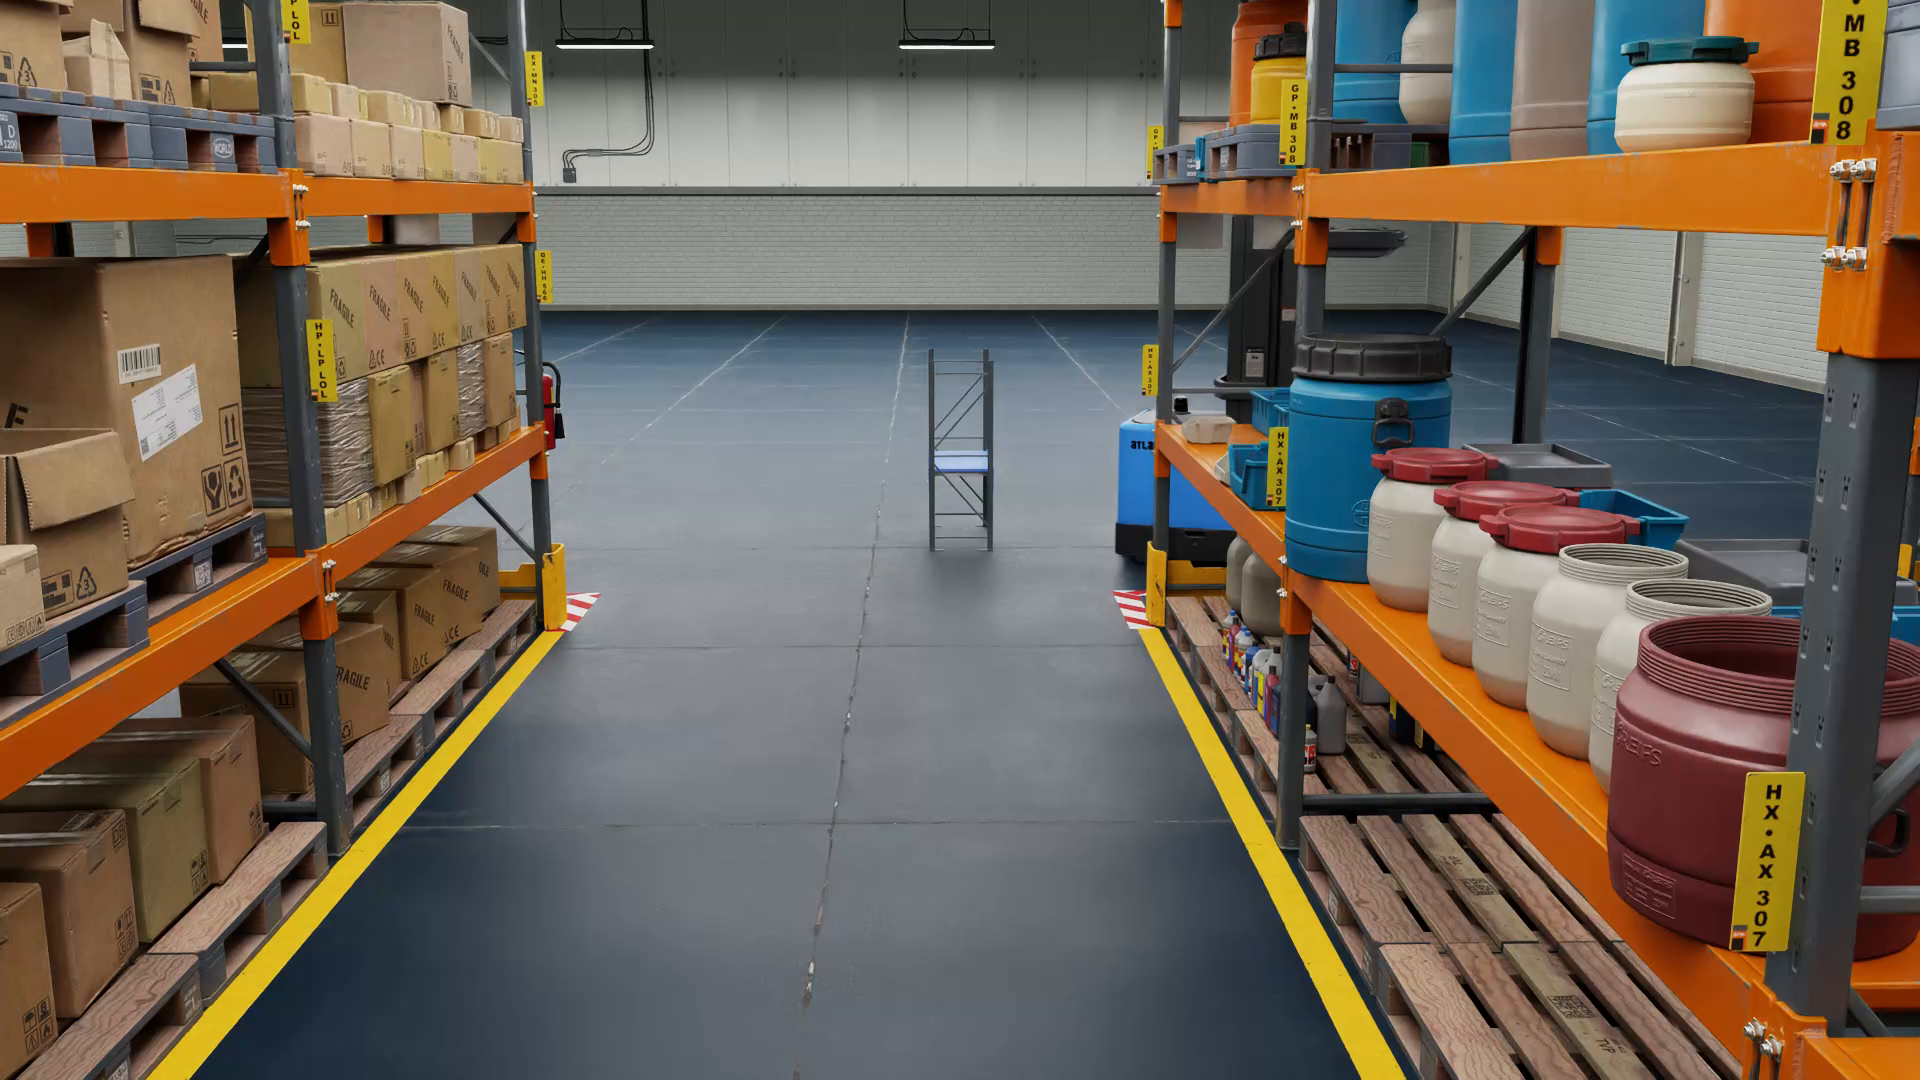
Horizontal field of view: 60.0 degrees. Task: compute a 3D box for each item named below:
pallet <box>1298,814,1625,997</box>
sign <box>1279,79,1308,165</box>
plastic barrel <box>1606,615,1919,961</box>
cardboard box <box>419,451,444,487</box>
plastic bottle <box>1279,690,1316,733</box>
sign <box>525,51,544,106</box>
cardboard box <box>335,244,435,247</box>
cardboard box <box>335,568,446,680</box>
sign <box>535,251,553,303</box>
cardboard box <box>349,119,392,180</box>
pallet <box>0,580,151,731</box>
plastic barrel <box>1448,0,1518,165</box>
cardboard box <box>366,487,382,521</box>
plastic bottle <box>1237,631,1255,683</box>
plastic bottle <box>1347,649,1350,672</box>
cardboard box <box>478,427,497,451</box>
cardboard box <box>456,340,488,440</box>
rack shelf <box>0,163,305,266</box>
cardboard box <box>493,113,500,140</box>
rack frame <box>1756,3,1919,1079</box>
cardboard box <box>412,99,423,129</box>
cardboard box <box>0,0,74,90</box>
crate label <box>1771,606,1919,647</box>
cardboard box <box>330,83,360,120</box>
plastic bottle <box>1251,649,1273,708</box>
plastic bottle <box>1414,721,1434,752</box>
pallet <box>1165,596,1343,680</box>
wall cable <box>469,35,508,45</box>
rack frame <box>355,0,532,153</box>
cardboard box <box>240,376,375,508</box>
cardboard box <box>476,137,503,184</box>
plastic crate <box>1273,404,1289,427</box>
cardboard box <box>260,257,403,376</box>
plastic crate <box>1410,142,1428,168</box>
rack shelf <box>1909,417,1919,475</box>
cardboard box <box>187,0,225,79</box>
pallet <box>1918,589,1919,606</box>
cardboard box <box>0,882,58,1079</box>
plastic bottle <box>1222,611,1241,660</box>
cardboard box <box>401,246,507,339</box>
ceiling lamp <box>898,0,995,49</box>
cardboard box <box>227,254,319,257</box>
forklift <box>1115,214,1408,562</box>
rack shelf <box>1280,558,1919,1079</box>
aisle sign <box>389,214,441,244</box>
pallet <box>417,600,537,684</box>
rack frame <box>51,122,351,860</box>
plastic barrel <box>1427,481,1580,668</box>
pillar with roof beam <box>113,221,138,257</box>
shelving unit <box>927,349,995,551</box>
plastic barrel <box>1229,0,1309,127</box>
[{"bbox_3d":[1.913,1.360,6.327,1.003,0.211,1.213,0,11,-1],"label":"pallet"},{"bbox_3d":[1.307,-1.637,6.519,0.100,0.325,0.005,0,11,-1],"label":"sign"},{"bbox_3d":[1.628,0.475,3.334,0.600,0.536,0.708,0,11,-1],"label":"plastic barrel"},{"bbox_3d":[-2.842,-0.362,8.429,0.380,0.149,0.250,0,11,-1],"label":"cardboard box"},{"bbox_3d":[1.556,0.793,7.663,0.144,0.351,0.185,-1,11,-3],"label":"plastic bottle"},{"bbox_3d":[-2.622,-2.840,10.242,0.100,0.325,0.005,0,11,-1],"label":"sign"},{"bbox_3d":[-3.438,-1.512,9.954,0.500,0.500,0.500,0,11,-1],"label":"cardboard box"},{"bbox_3d":[-3.140,0.449,9.033,0.500,0.500,0.500,1,11,4],"label":"cardboard box"},{"bbox_3d":[-2.622,-1.658,10.482,0.100,0.325,0.005,0,11,-1],"label":"sign"},{"bbox_3d":[-2.863,-1.735,7.399,0.500,0.250,0.500,0,11,-2],"label":"cardboard box"},{"bbox_3d":[-3.093,0.353,4.756,1.003,0.211,1.213,0,11,-1],"label":"pallet"},{"bbox_3d":[2.085,-1.778,5.976,0.600,0.901,0.708,0,11,-1],"label":"plastic barrel"},{"bbox_3d":[-2.823,-0.163,7.449,0.380,0.149,0.250,0,11,-1],"label":"cardboard box"},{"bbox_3d":[1.510,0.613,8.748,0.097,0.271,0.097,0,11,0],"label":"plastic bottle"},{"bbox_3d":[2.123,0.572,8.923,0.061,0.283,0.133,0,11,-1],"label":"plastic bottle"},{"bbox_3d":[-2.914,-0.610,9.653,0.380,0.149,0.250,0,11,-1],"label":"cardboard box"},{"bbox_3d":[-3.096,-0.825,9.080,0.875,0.500,0.500,0,11,-1],"label":"cardboard box"},{"bbox_3d":[-3.053,-0.863,4.531,1.077,0.370,4.000,0,11,-1],"label":"rack shelf"},{"bbox_3d":[-2.856,-2.370,9.525,0.380,0.149,0.250,-1,11,-4],"label":"cardboard box"},{"bbox_3d":[1.940,0.632,2.899,1.000,3.000,0.127,0,11,-1],"label":"rack frame"},{"bbox_3d":[-2.897,-2.111,8.248,0.380,0.149,0.250,0,11,0],"label":"cardboard box"},{"bbox_3d":[-3.163,-1.588,4.982,0.797,0.503,0.637,0,11,1],"label":"cardboard box"},{"bbox_3d":[2.190,0.416,3.874,0.502,0.435,0.616,0,11,-1],"label":"crate label"},{"bbox_3d":[-2.851,-1.907,7.246,0.380,0.149,0.250,0,11,-1],"label":"cardboard box"},{"bbox_3d":[1.546,0.695,8.334,0.152,0.276,0.135,0,11,0],"label":"plastic bottle"},{"bbox_3d":[2.149,0.824,7.679,0.061,0.283,0.133,0,11,-1],"label":"plastic bottle"},{"bbox_3d":[1.835,0.585,10.145,1.003,0.211,1.213,0,11,-1],"label":"pallet"},{"bbox_3d":[-12.494,-13.435,40.815,3.097,2.526,0.112,0,11,-1],"label":"wall cable"},{"bbox_3d":[-3.177,-3.878,10.041,1.000,3.000,0.127,0,11,-1],"label":"rack frame"},{"bbox_3d":[-3.042,-0.427,7.120,0.875,0.500,0.500,0,11,-1],"label":"cardboard box"},{"bbox_3d":[-2.900,-2.140,9.397,0.500,0.250,0.500,0,11,-1],"label":"cardboard box"},{"bbox_3d":[2.092,-0.658,9.631,0.499,0.251,0.408,0,11,-1],"label":"plastic crate"},{"bbox_3d":[-2.861,-1.017,7.515,0.500,0.500,0.500,0,11,-1],"label":"cardboard box"},{"bbox_3d":[2.097,-1.844,8.092,0.336,0.188,0.450,0,11,-1],"label":"plastic crate"},{"bbox_3d":[6.769,-0.228,8.946,1.077,0.370,4.000,0,11,-1],"label":"rack shelf"},{"bbox_3d":[-3.359,-2.141,6.766,0.500,0.500,0.500,-1,11,-3],"label":"cardboard box"},{"bbox_3d":[6.785,0.541,10.363,1.003,0.211,1.213,0,11,-1],"label":"pallet"},{"bbox_3d":[-3.088,1.306,4.758,0.700,0.500,0.500,1,11,4],"label":"cardboard box"},{"bbox_3d":[1.501,0.525,9.182,0.097,0.271,0.097,0,11,0],"label":"plastic bottle"},{"bbox_3d":[-2.902,-1.415,9.474,0.500,0.500,0.500,0,11,-1],"label":"cardboard box"},{"bbox_3d":[-0.279,-11.809,34.452,2.000,3.185,0.800,0,11,-1],"label":"ceiling lamp"},{"bbox_3d":[-3.400,-1.115,7.994,0.500,0.500,0.500,0,11,-1],"label":"cardboard box"},{"bbox_3d":[2.761,-1.262,12.407,3.031,2.935,1.130,4,12,18],"label":"forklift"},{"bbox_3d":[1.899,0.587,4.930,1.077,0.370,4.000,0,11,-1],"label":"rack shelf"},{"bbox_3d":[-3.478,-2.223,10.433,0.394,0.787,0.004,0,11,-1],"label":"aisle sign"},{"bbox_3d":[-3.194,0.606,10.043,1.003,0.211,1.213,0,11,-1],"label":"pallet"},{"bbox_3d":[-3.094,-0.143,6.718,1.000,3.000,0.127,0,11,-1],"label":"rack frame"},{"bbox_3d":[1.673,0.107,5.144,0.433,0.535,0.433,0,11,0],"label":"plastic barrel"},{"bbox_3d":[-15.250,-9.655,38.517,9.100,9.000,0.548,0,11,-1],"label":"pillar with roof beam"},{"bbox_3d":[-0.002,-0.752,13.494,0.538,1.500,1.048,0,11,-1],"label":"shelving unit"},{"bbox_3d":[1.912,-2.748,9.881,0.600,0.830,0.708,0,11,-1],"label":"plastic barrel"}]
